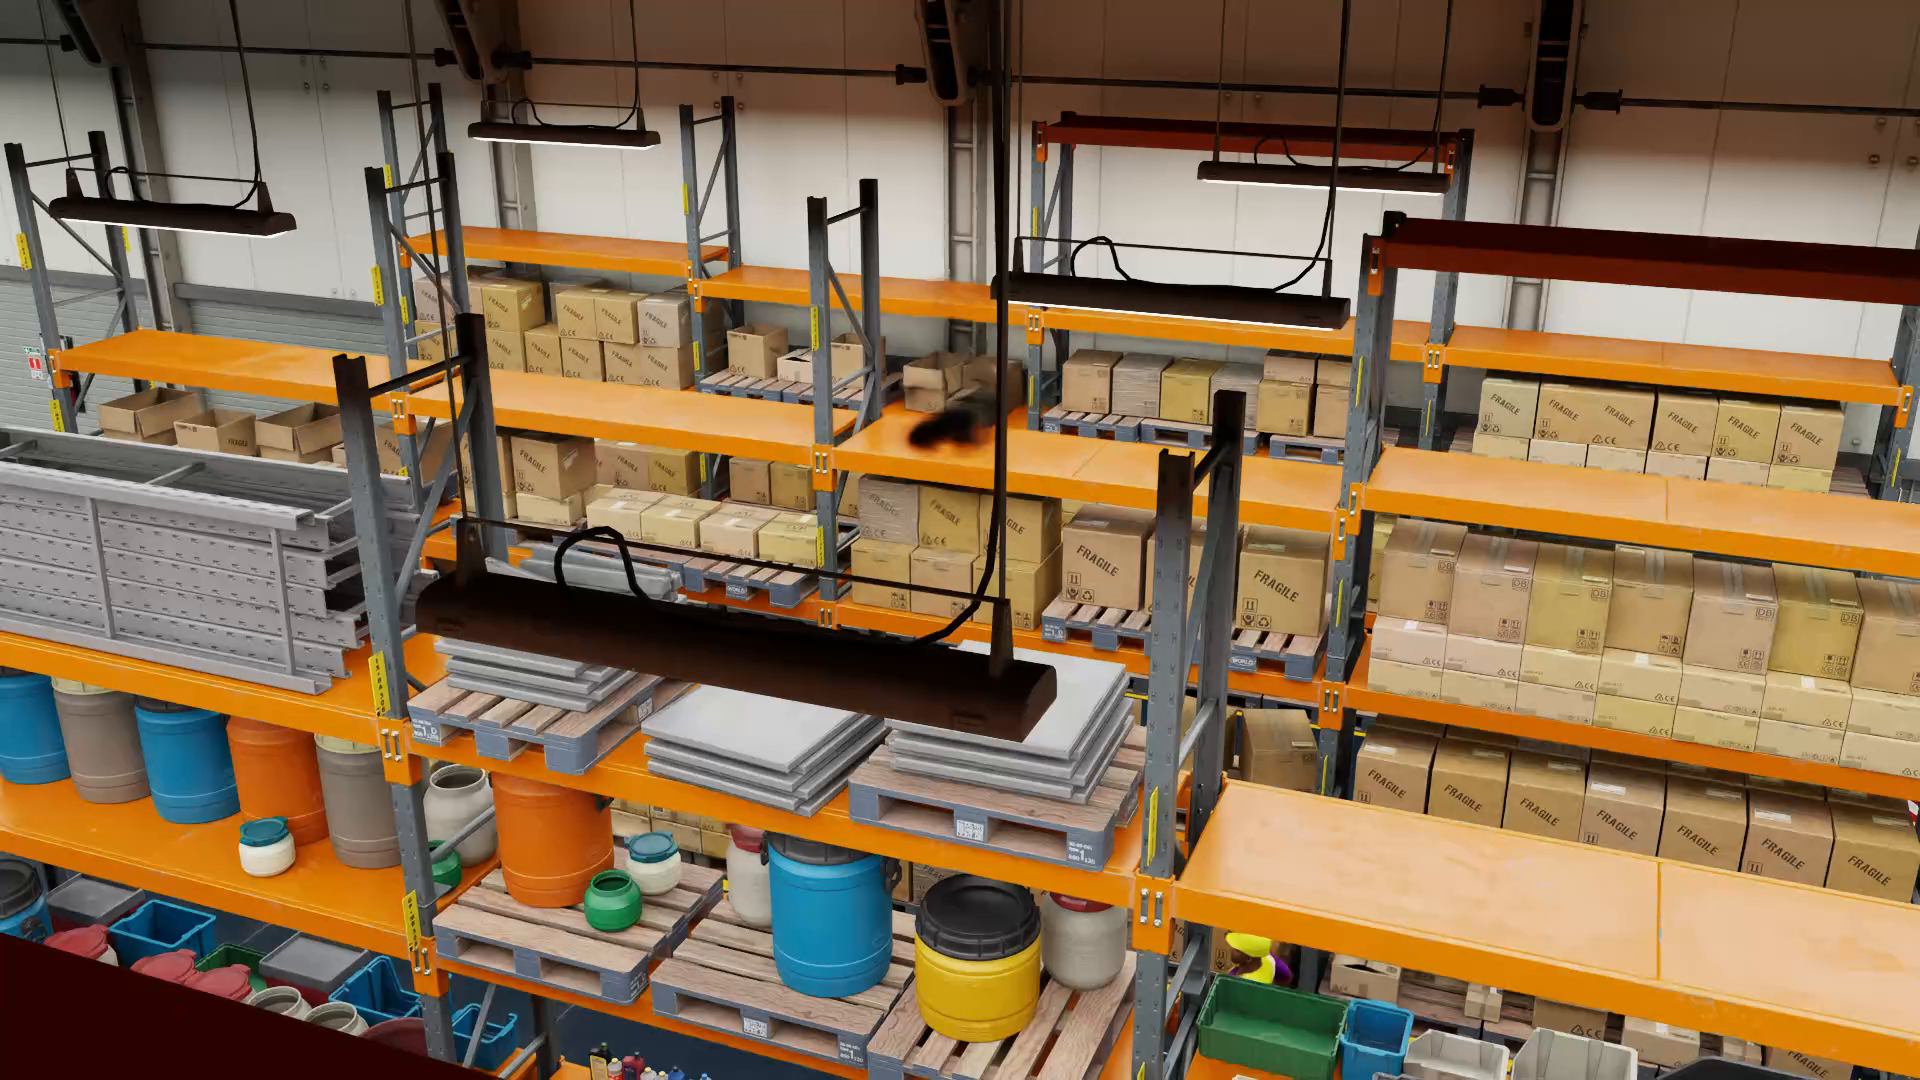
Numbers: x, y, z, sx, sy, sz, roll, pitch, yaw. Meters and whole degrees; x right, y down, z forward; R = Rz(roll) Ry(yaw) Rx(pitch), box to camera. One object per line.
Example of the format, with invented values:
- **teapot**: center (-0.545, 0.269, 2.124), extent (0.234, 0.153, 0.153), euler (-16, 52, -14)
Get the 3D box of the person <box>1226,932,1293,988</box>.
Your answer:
- **person**: center (1.890, 3.358, 11.071), extent (0.799, 1.823, 0.677), euler (4, 21, 10)
